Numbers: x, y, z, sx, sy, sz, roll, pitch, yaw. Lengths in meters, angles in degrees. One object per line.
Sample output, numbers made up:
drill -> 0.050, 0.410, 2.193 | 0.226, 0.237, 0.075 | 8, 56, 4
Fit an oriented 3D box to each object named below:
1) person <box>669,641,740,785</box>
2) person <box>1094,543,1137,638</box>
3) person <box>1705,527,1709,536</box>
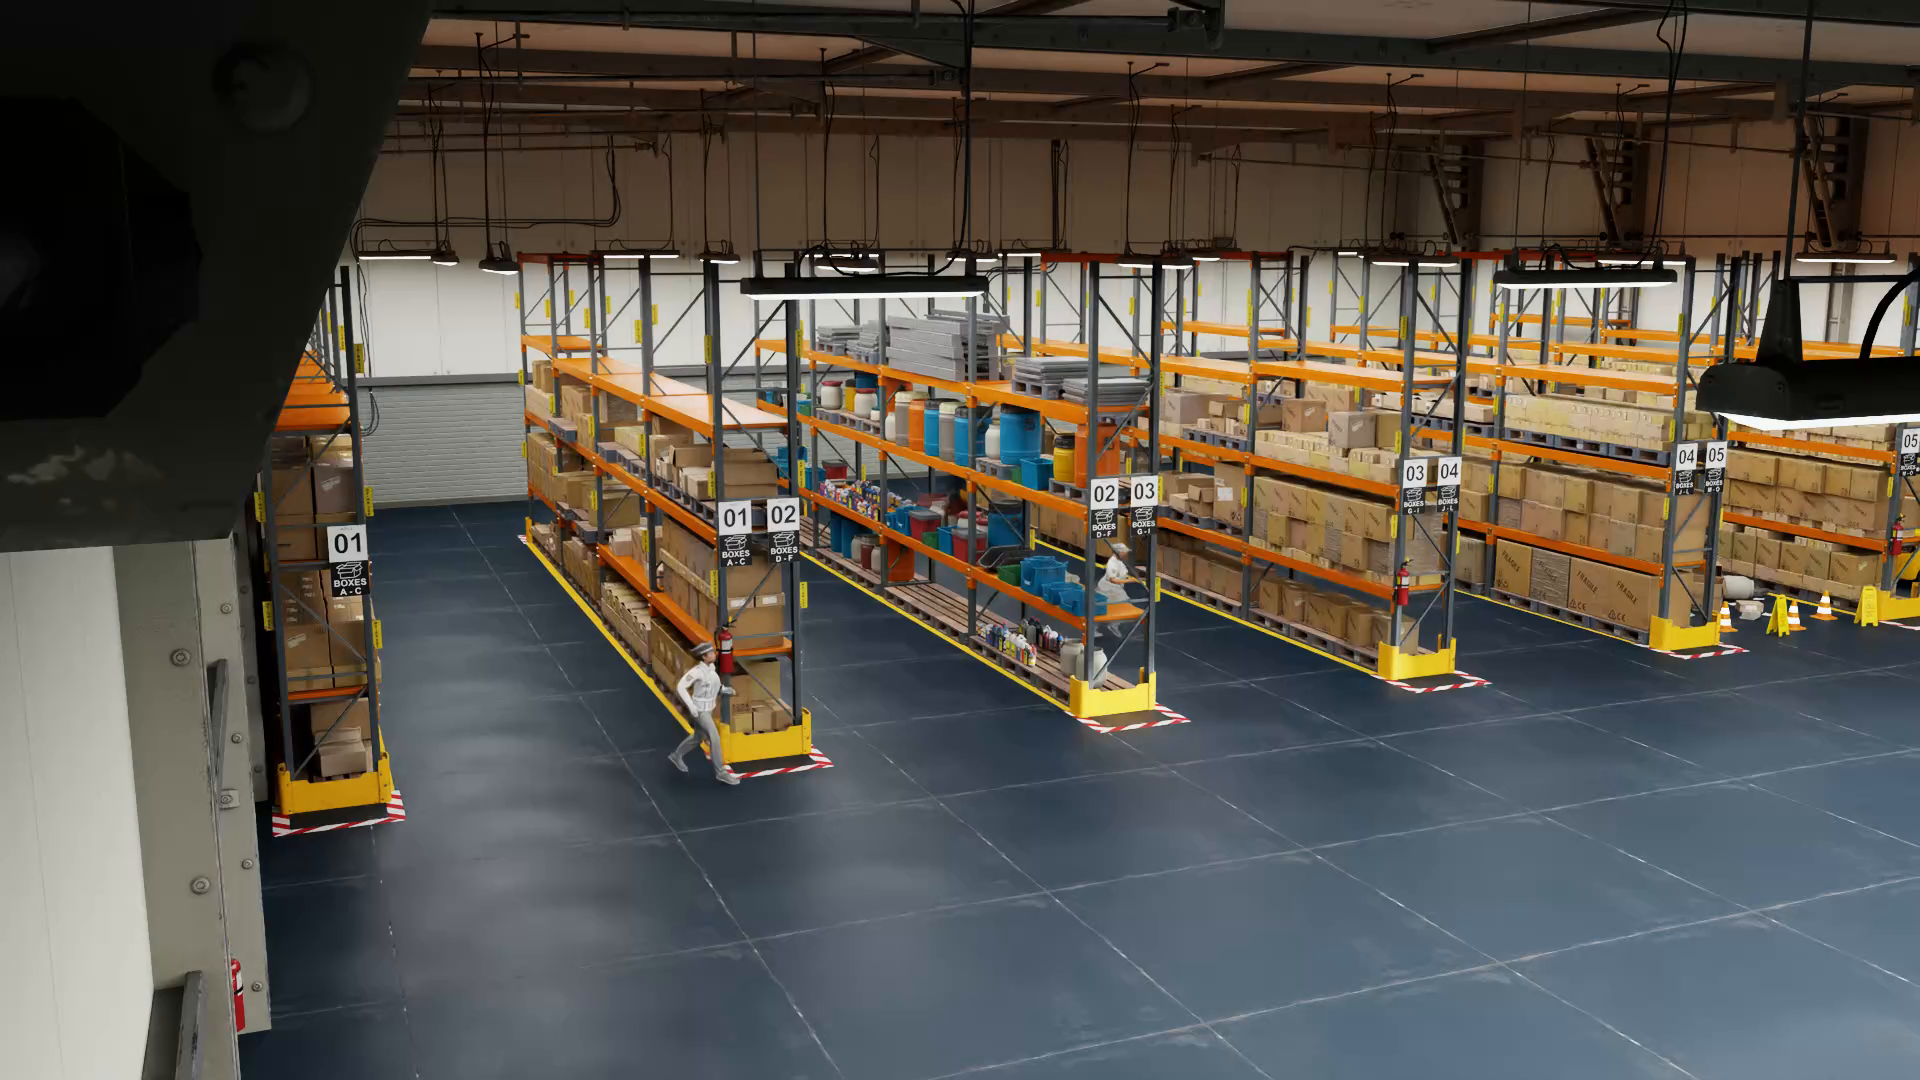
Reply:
person -> -3.024, 1.991, 19.387 | 0.949, 1.687, 0.631 | 3, 11, 14
person -> 2.419, 0.801, 26.259 | 0.905, 1.578, 0.605 | 7, 13, 35
person -> 15.152, -0.800, 34.431 | 0.696, 1.755, 1.030 | -5, 12, -27
